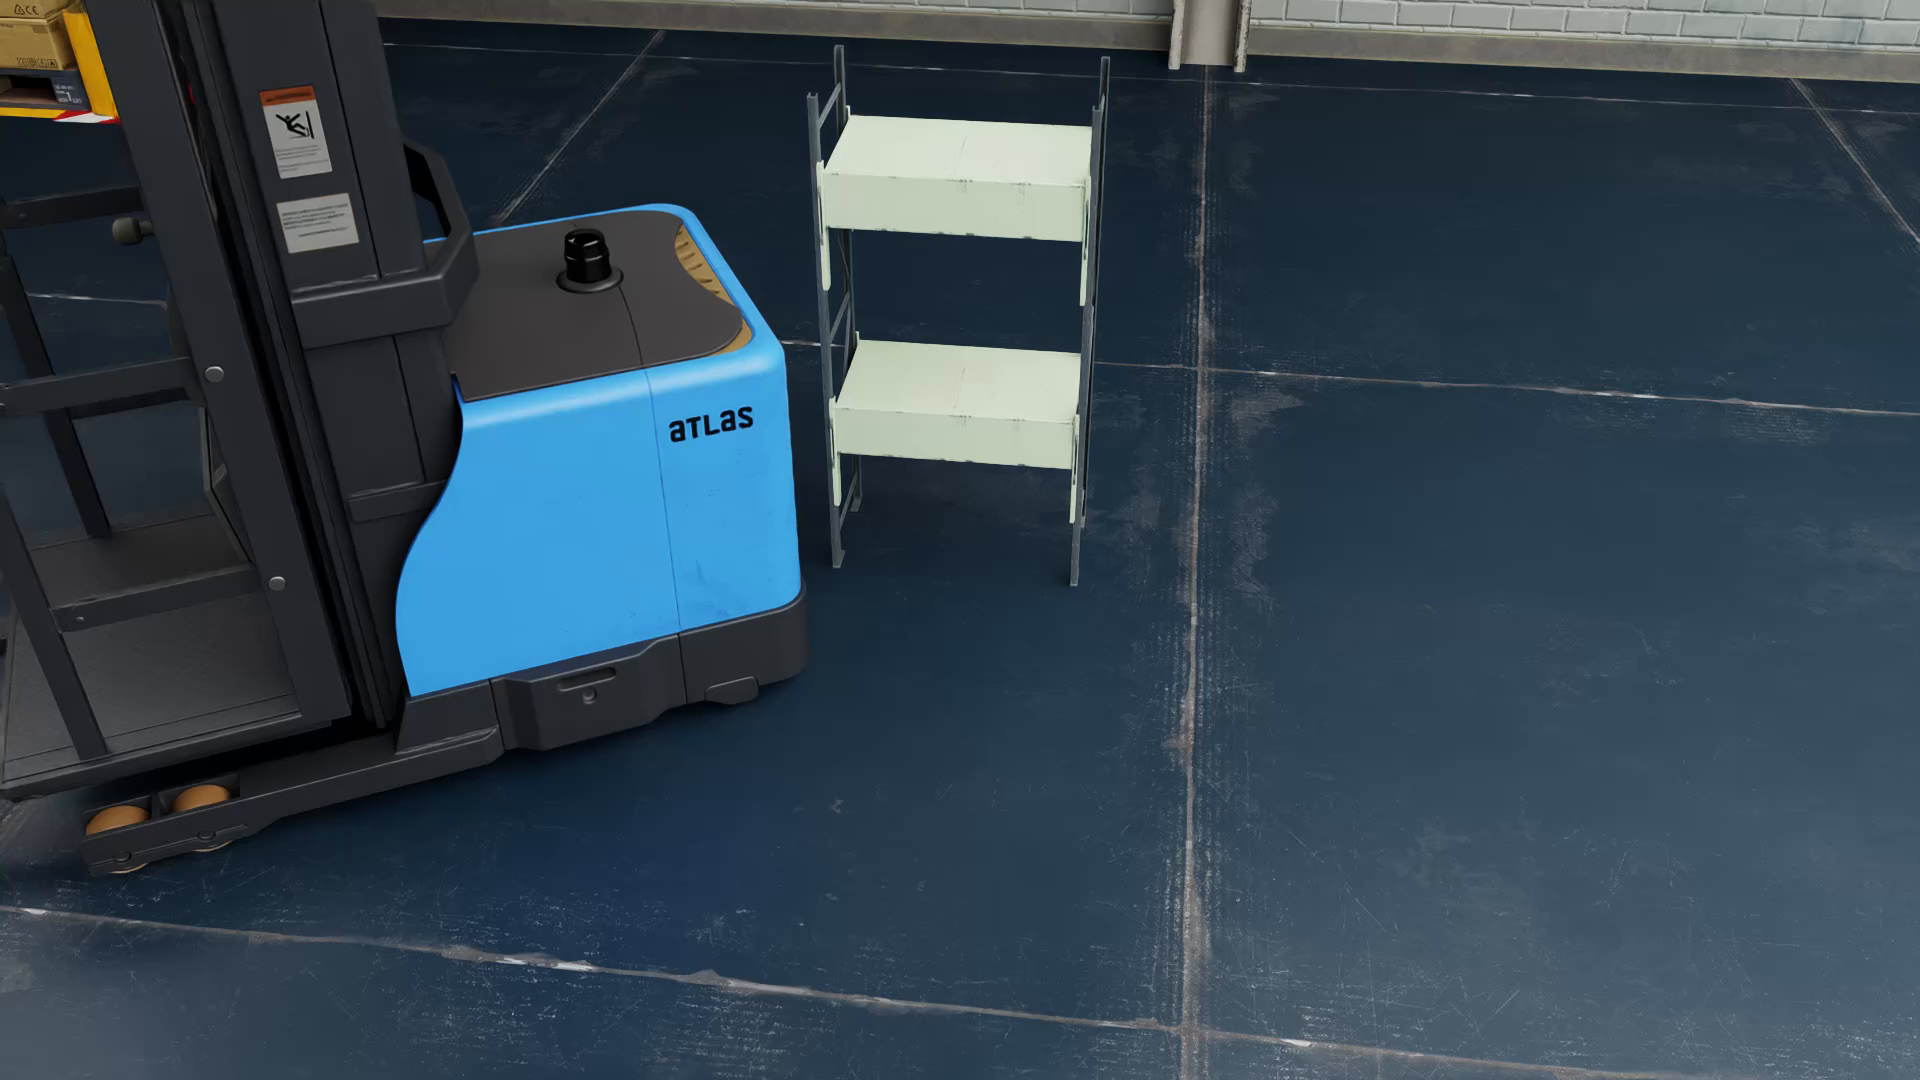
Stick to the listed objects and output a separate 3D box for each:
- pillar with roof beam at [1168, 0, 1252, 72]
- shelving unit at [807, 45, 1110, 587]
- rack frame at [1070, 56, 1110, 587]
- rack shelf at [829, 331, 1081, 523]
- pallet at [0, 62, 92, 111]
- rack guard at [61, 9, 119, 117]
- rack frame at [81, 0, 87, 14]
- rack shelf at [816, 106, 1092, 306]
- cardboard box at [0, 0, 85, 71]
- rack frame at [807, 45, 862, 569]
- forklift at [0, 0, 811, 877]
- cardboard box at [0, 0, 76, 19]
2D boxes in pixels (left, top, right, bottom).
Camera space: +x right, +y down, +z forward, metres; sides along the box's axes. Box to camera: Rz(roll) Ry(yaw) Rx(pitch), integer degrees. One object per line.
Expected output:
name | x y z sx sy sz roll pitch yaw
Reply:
pillar with roof beam | 0.758 -3.724 2.722 0.400 9.000 9.100 4 36 6
shelving unit | 0.007 -0.610 4.814 0.755 1.500 0.431 4 36 6
rack frame | 0.370 -0.583 4.776 0.023 1.500 0.400 4 36 6
rack shelf | 0.007 -0.345 5.003 0.720 0.370 0.431 4 36 6
pallet | -4.833 -2.533 8.618 1.213 0.211 1.003 4 36 6
rack guard | -4.045 -2.617 8.486 0.348 0.500 1.175 4 36 6
rack frame | -4.069 -3.636 7.762 0.127 3.000 1.000 4 36 6
rack shelf | 0.007 -0.928 4.587 0.720 0.370 0.431 4 36 6
cardboard box | -4.575 -2.540 8.233 0.500 0.250 0.500 5 36 6
rack frame | -0.356 -0.637 4.852 0.023 1.500 0.400 4 36 6
forklift | -1.988 -0.721 3.737 3.031 2.935 1.130 -13 38 -18
cardboard box | -4.592 -2.747 8.092 0.500 0.250 0.500 4 36 5
